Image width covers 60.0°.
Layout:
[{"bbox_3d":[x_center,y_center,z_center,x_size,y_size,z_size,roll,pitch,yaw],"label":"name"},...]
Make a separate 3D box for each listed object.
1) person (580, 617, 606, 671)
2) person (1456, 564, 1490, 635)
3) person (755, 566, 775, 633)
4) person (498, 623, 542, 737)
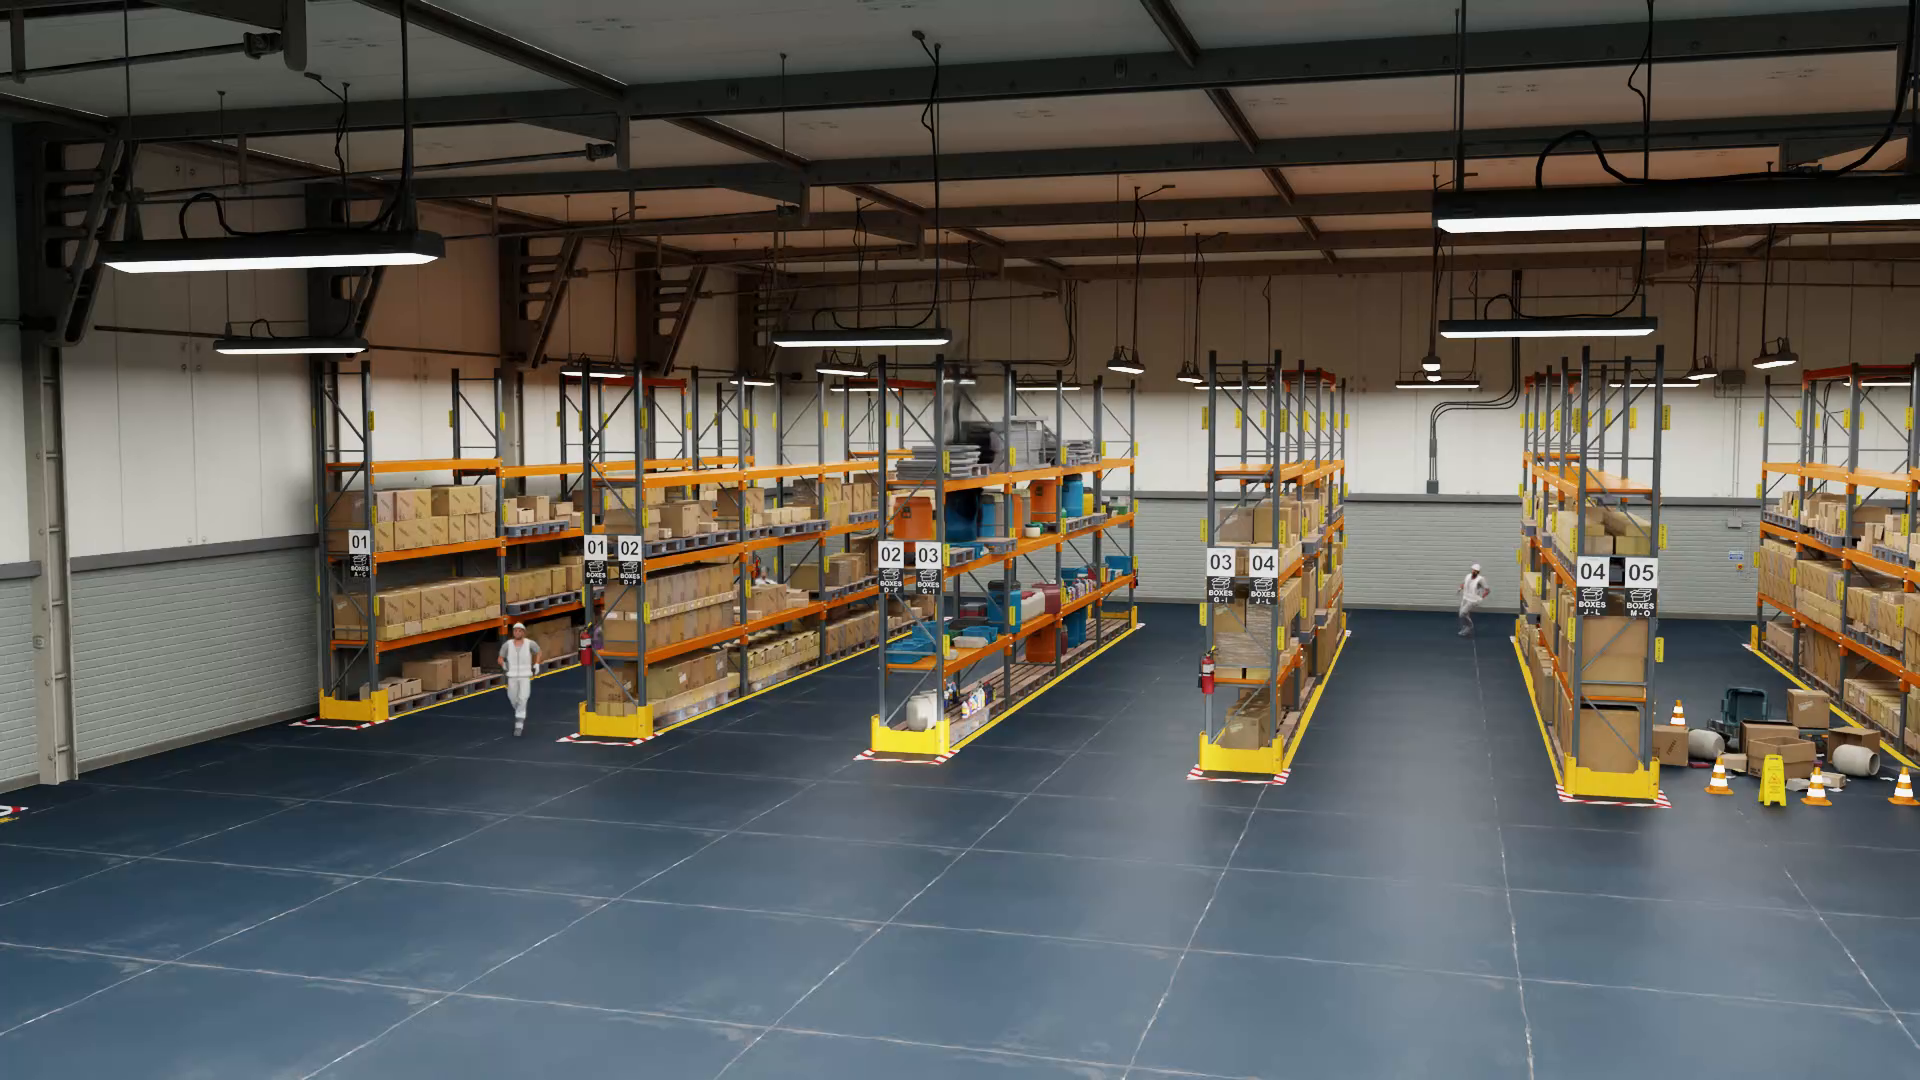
[{"bbox_3d":[-6.521,2.118,29.618,0.548,1.558,0.605,1,4,18],"label":"person"},{"bbox_3d":[11.842,1.399,38.613,0.541,1.693,0.764,-2,5,-26],"label":"person"},{"bbox_3d":[-4.468,1.443,37.705,0.553,1.709,0.873,1,4,9],"label":"person"},{"bbox_3d":[-7.060,2.173,26.644,0.686,1.702,0.982,-1,4,-8],"label":"person"}]
